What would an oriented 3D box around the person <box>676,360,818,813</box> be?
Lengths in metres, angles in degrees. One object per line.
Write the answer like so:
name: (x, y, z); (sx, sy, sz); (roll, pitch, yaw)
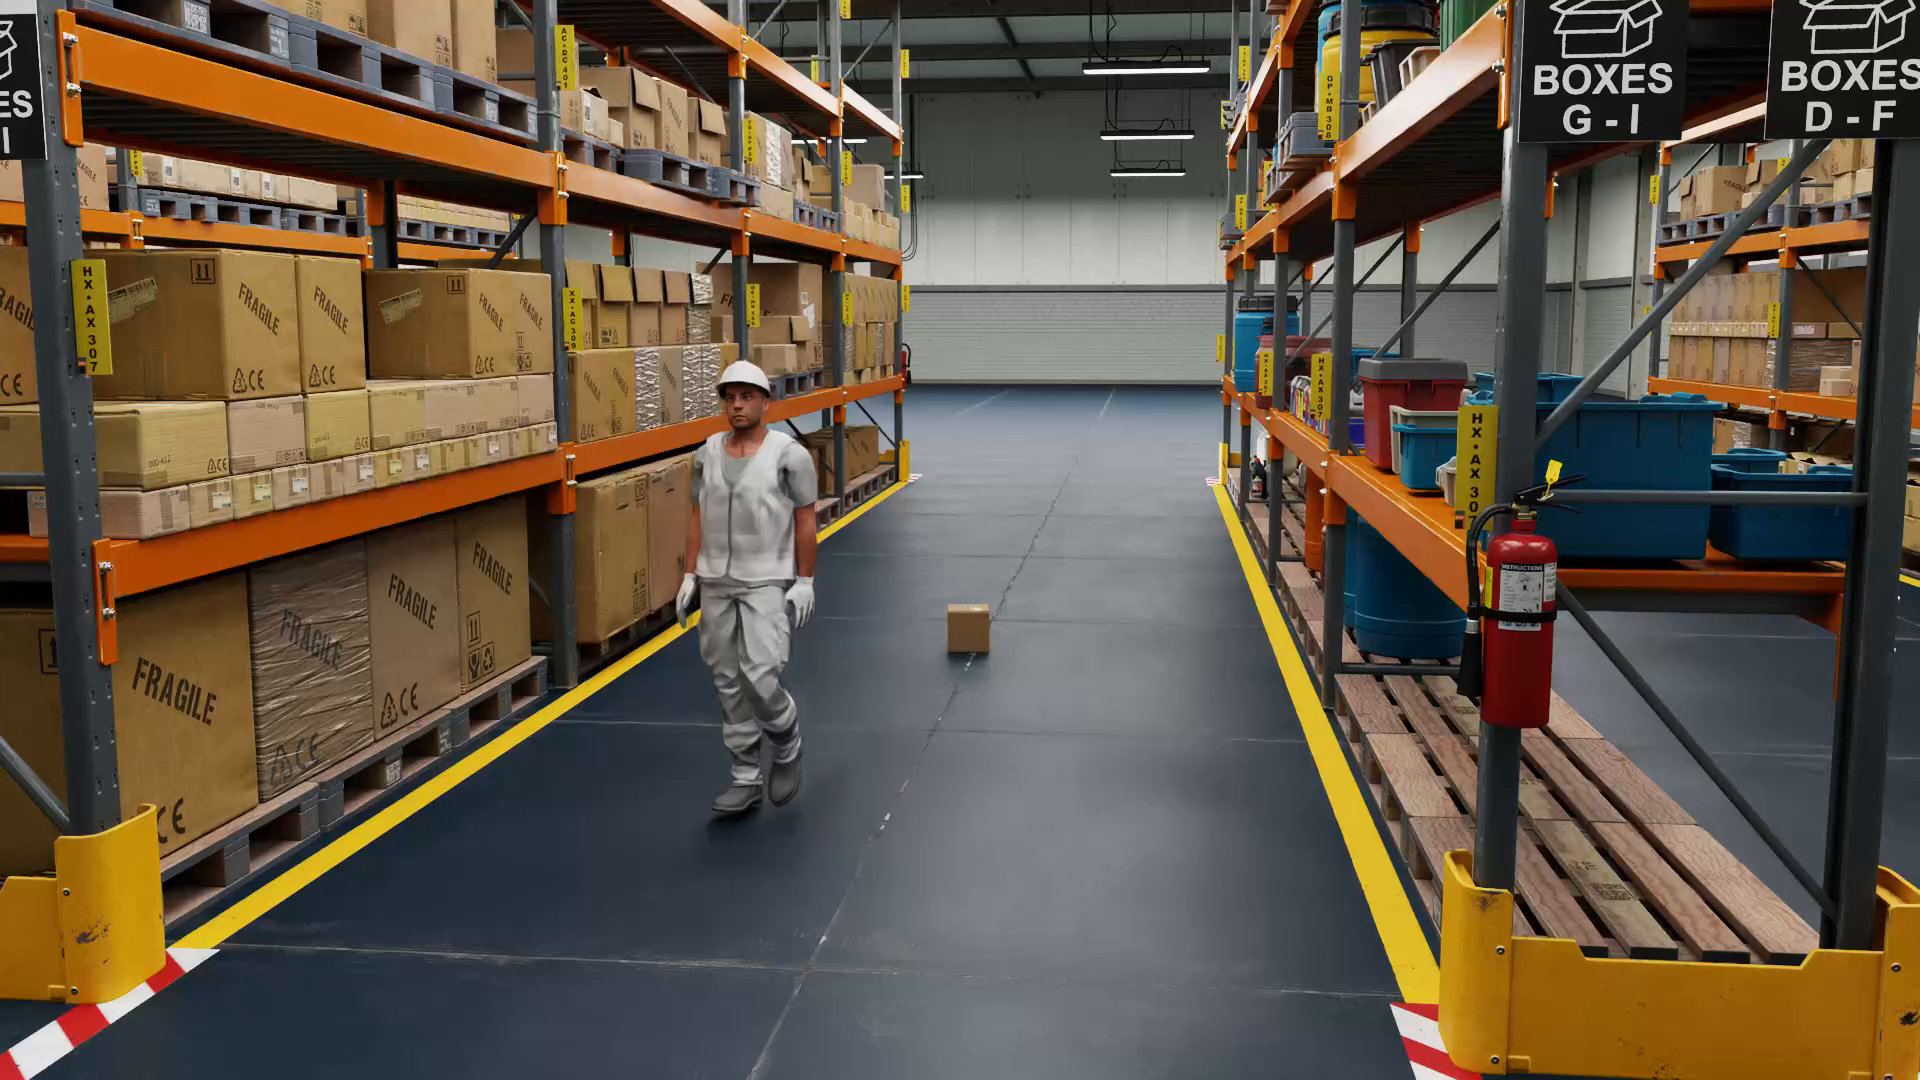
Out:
person: (-0.857, 0.188, 6.558); (0.541, 1.783, 0.469); (3, 8, 19)
